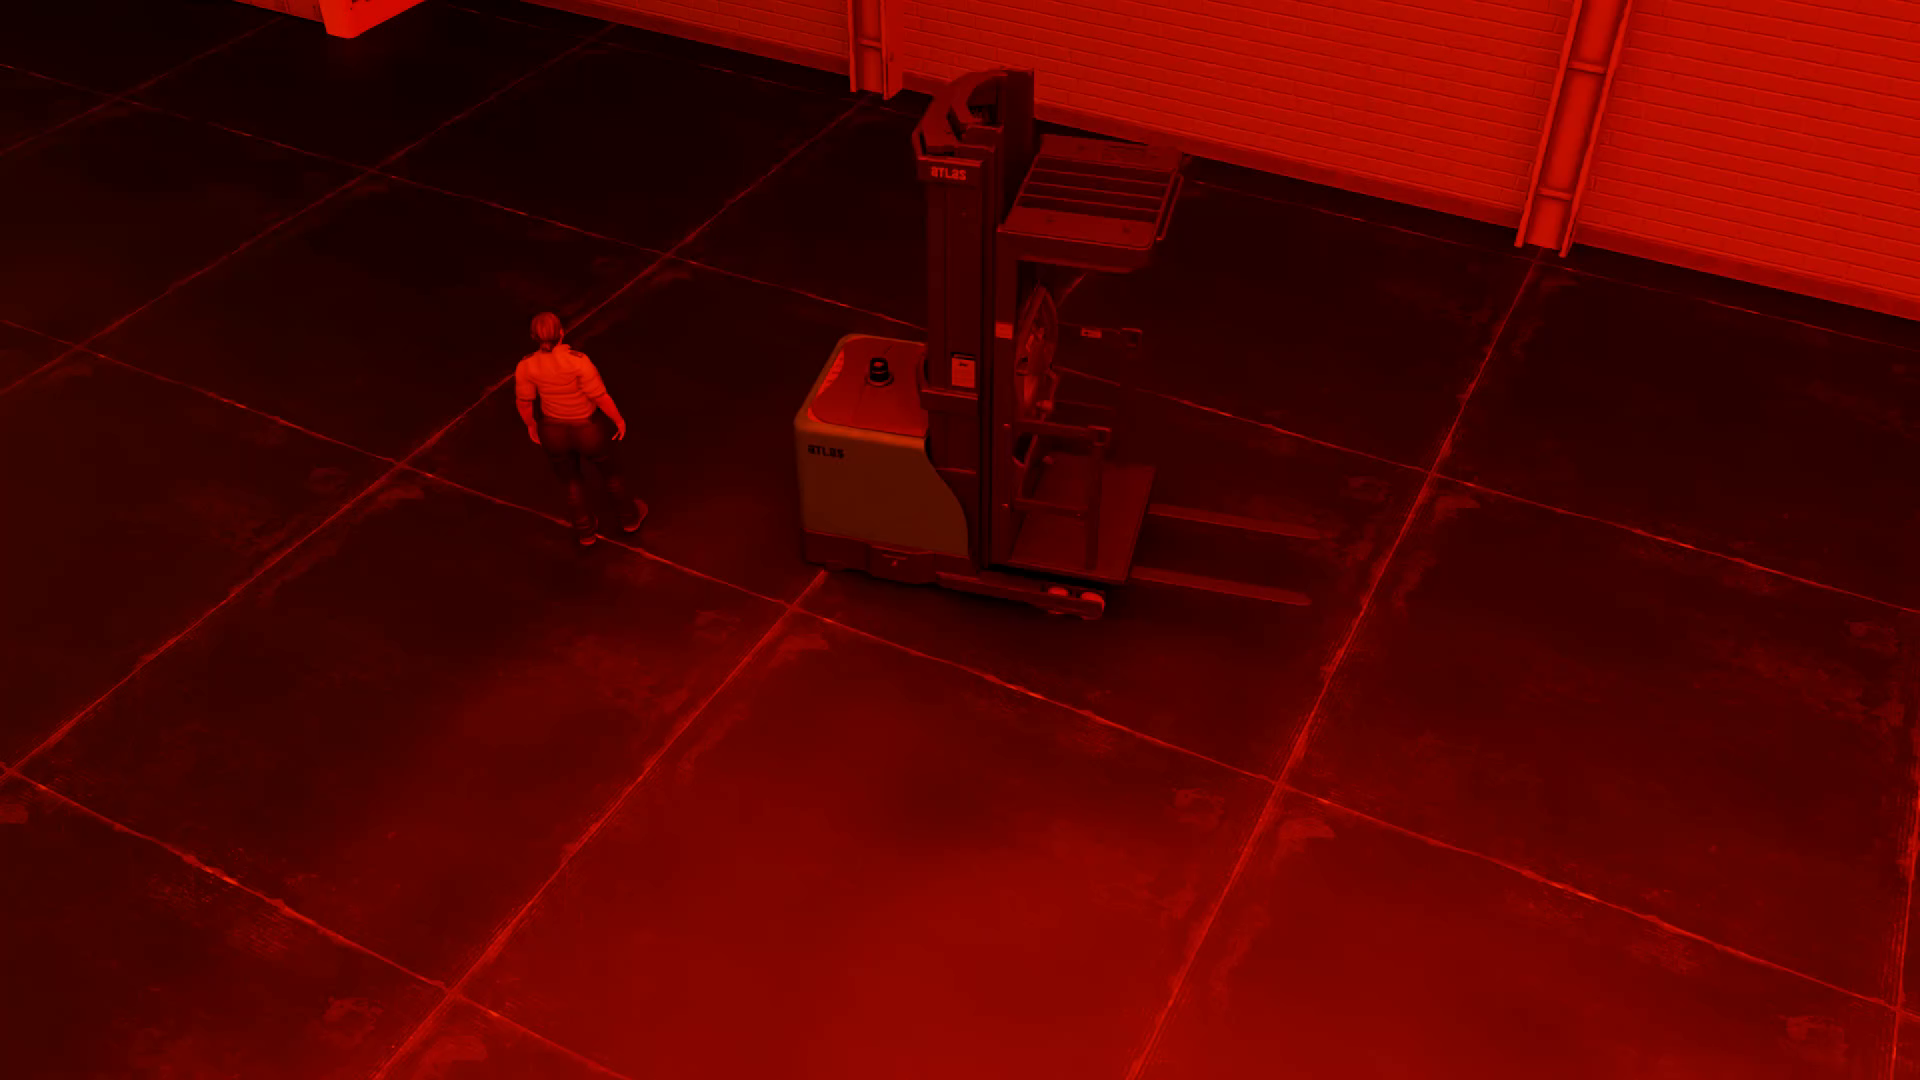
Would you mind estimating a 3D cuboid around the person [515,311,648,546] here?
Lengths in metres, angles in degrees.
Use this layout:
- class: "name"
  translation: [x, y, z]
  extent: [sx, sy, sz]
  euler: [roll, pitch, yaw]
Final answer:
- class: "person"
  translation: [-2.255, -0.696, 9.802]
  extent: [0.587, 1.654, 0.504]
  euler: [0, 40, 0]

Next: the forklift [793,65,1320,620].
- class: "forklift"
  translation: [0.610, -1.033, 9.212]
  extent: [3.031, 2.935, 1.130]
  euler: [9, 41, 11]
